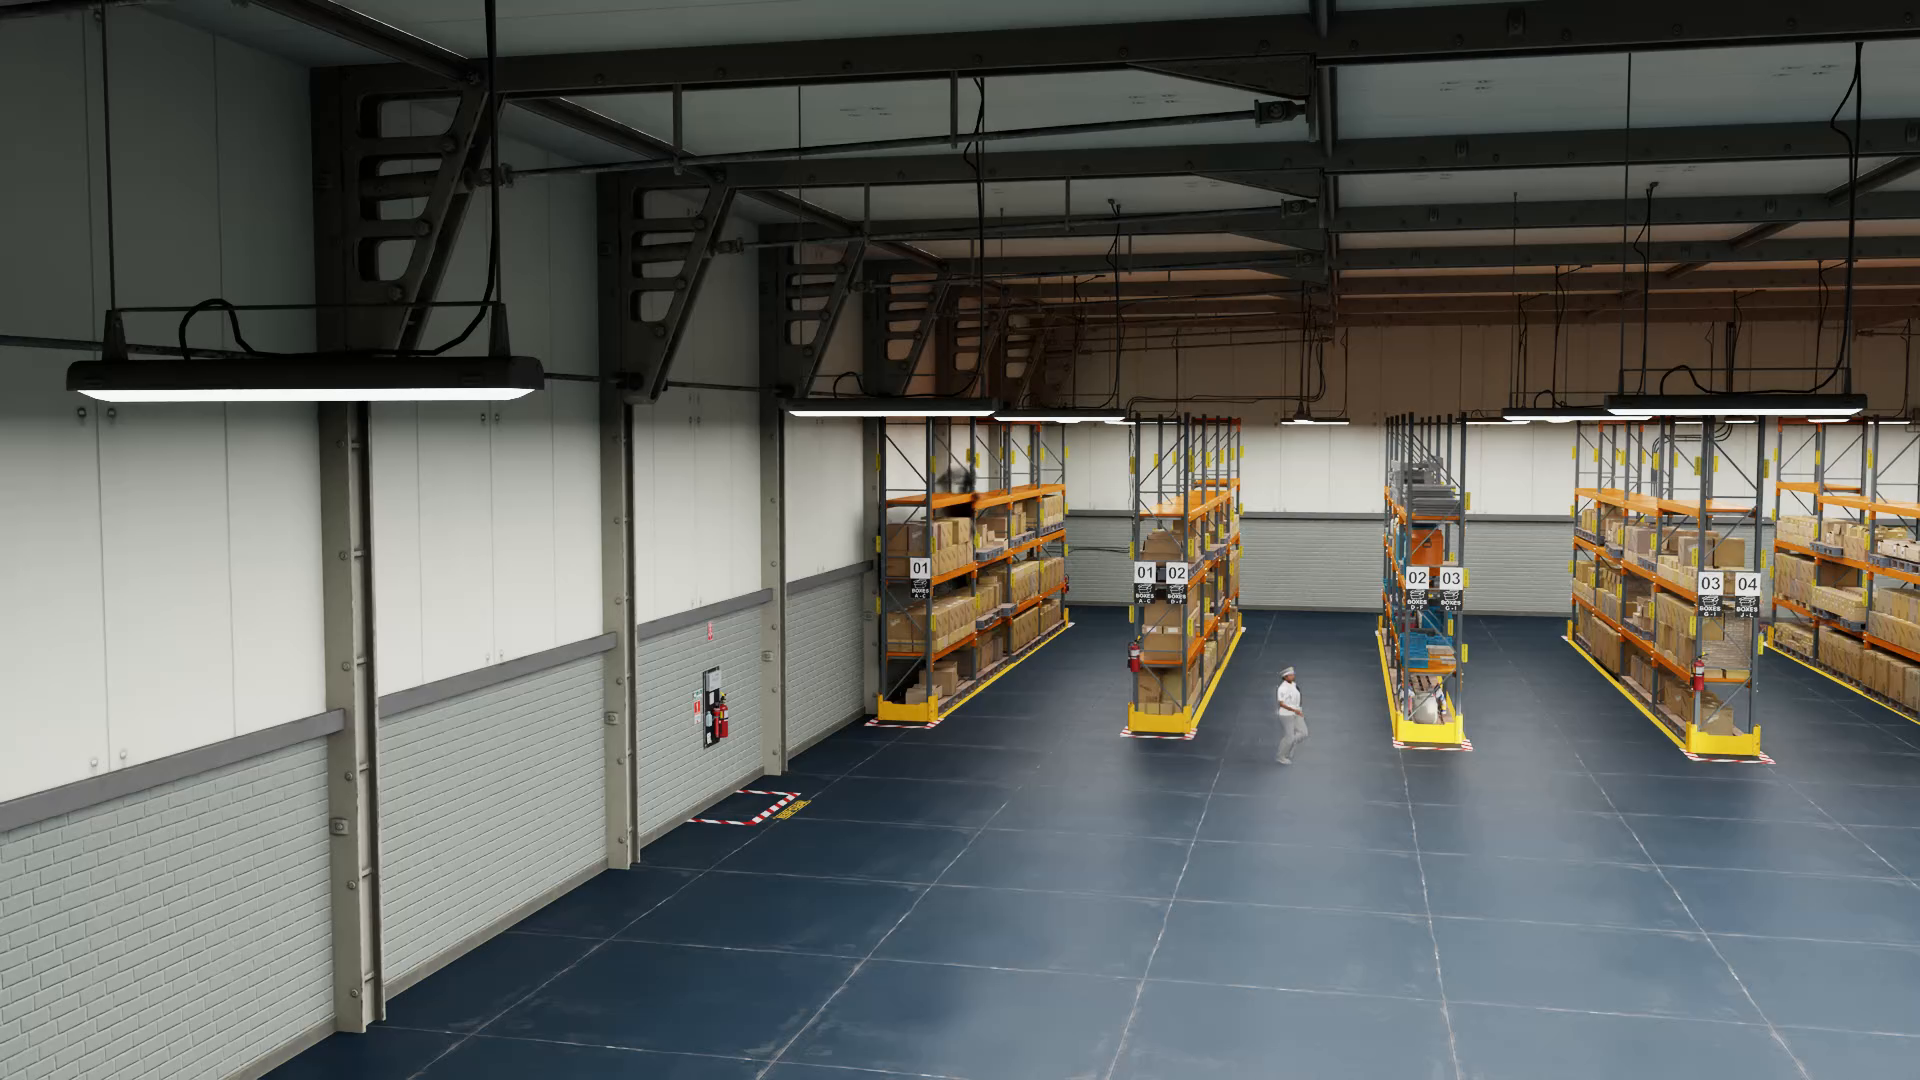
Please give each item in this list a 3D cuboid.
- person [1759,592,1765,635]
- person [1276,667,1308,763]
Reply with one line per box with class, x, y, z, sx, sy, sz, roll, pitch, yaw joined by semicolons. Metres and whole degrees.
person;21.379;1.900;44.759;0.736;1.642;0.619;-1;4;-9
person;5.649;2.976;28.331;0.552;1.661;0.590;3;5;41
